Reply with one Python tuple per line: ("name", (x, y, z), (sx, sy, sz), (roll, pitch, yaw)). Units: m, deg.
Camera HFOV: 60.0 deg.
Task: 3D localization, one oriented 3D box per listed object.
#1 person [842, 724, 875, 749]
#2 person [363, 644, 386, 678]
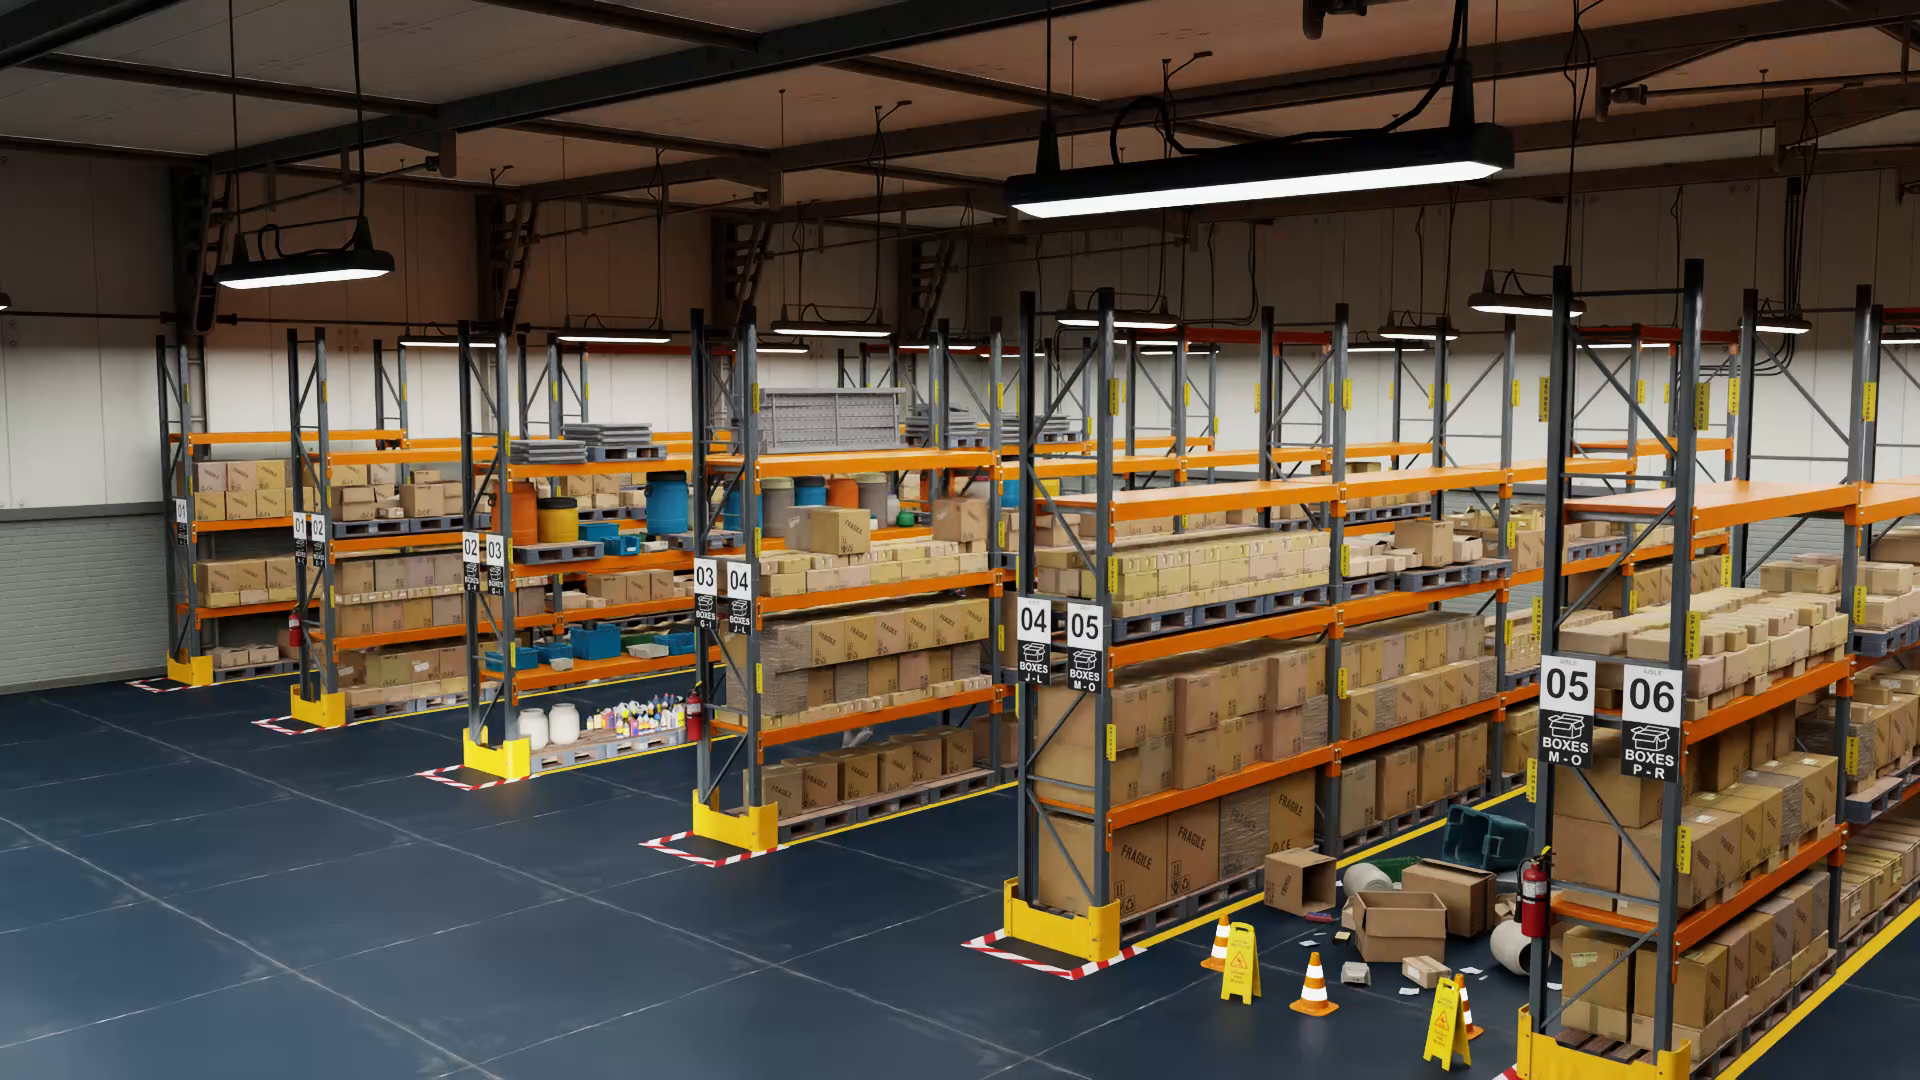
("person", (-1.438, 2.186, 22.301), (0.478, 1.762, 0.579), (-4, 7, -38))
("person", (-10.168, 1.616, 29.012), (0.519, 1.603, 1.106), (2, 6, 16))
